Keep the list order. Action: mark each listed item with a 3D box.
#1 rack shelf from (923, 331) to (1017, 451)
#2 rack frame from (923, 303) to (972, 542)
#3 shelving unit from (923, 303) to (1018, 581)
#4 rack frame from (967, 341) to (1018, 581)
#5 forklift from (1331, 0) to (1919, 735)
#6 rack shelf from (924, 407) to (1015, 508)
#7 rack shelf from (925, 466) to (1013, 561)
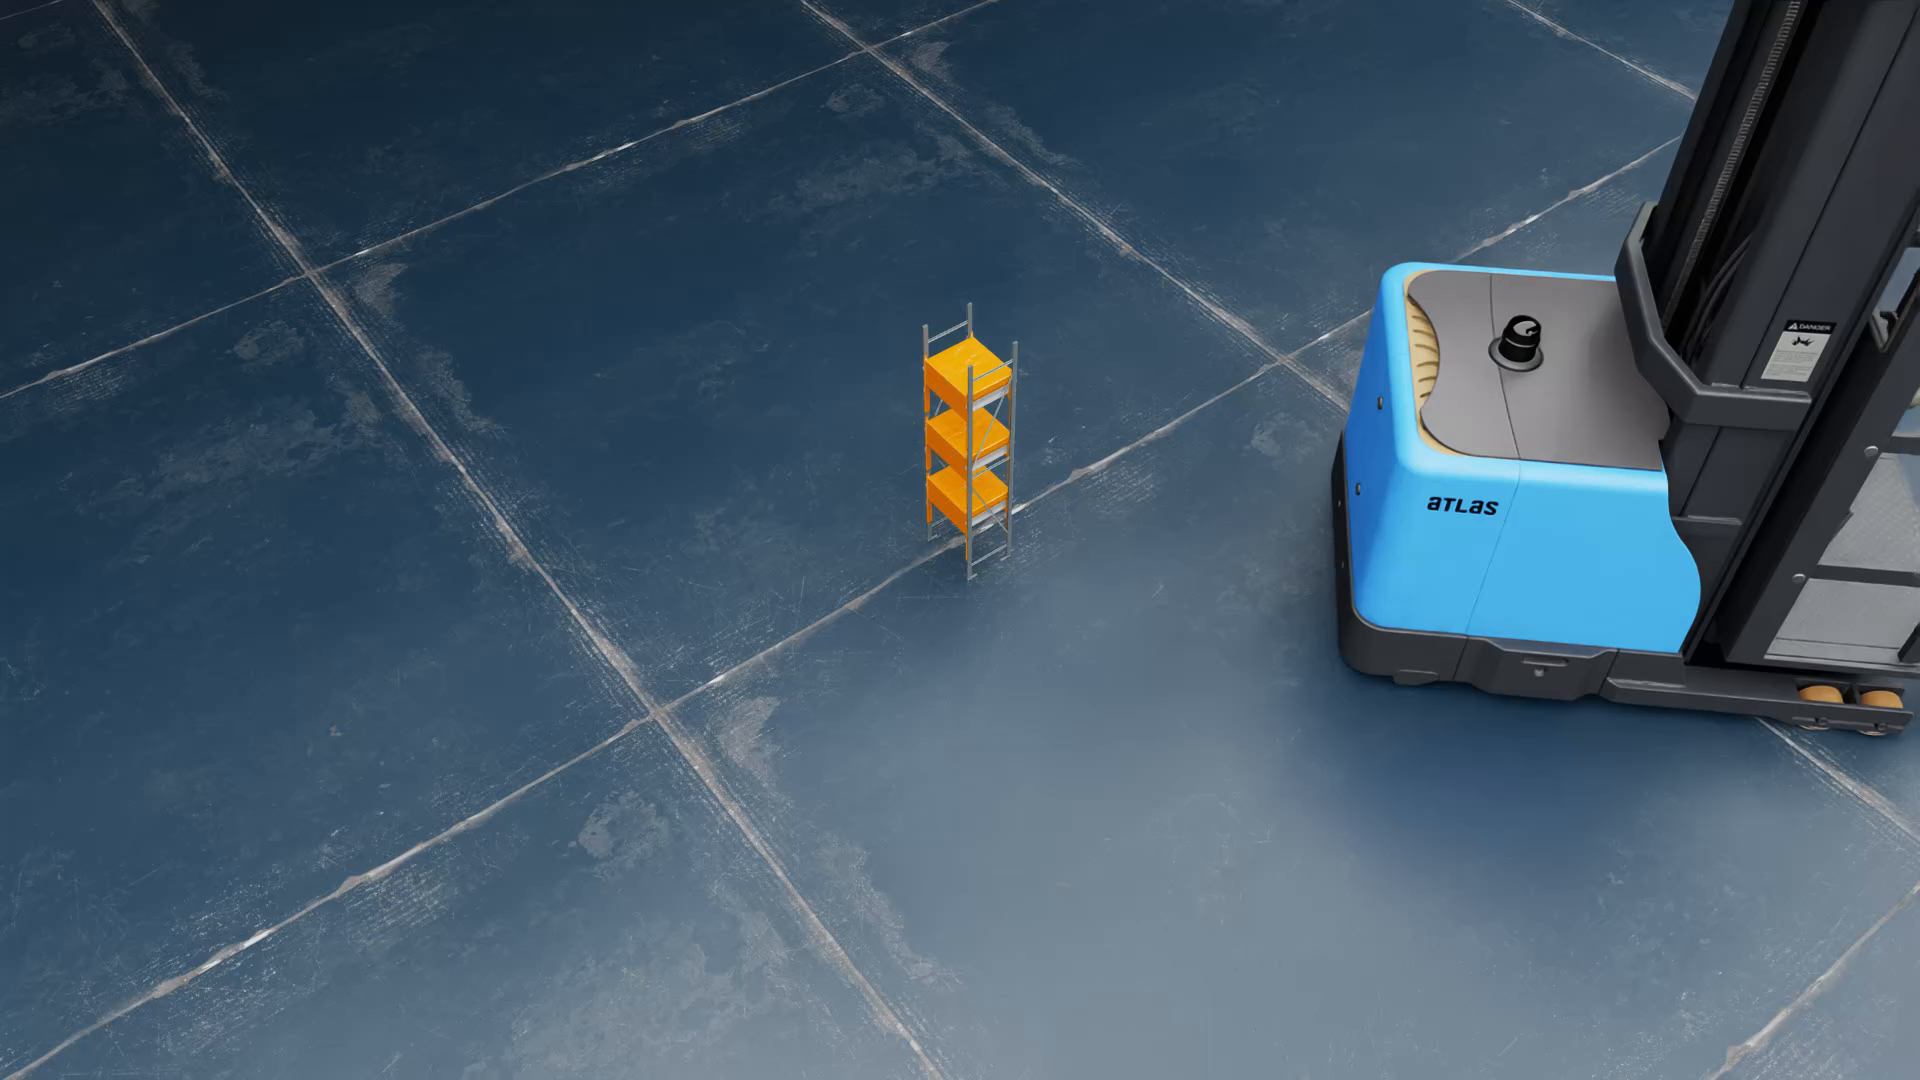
[{"bbox_3d":[0.032,-0.505,5.630,0.215,0.259,0.240,-29,54,-24],"label":"rack shelf"},{"bbox_3d":[-0.041,-0.393,5.898,0.200,1.050,0.008,-29,54,-24],"label":"rack frame"},{"bbox_3d":[0.032,-0.321,5.832,0.215,1.050,0.252,-29,54,-24],"label":"shelving unit"},{"bbox_3d":[0.106,-0.249,5.767,0.200,1.050,0.008,-29,54,-24],"label":"rack frame"},{"bbox_3d":[2.878,-0.740,4.942,3.031,2.935,1.130,5,48,4],"label":"forklift"},{"bbox_3d":[0.032,-0.314,5.840,0.215,0.259,0.240,-29,54,-24],"label":"rack shelf"},{"bbox_3d":[0.032,-0.127,6.046,0.215,0.259,0.240,-29,54,-24],"label":"rack shelf"}]
